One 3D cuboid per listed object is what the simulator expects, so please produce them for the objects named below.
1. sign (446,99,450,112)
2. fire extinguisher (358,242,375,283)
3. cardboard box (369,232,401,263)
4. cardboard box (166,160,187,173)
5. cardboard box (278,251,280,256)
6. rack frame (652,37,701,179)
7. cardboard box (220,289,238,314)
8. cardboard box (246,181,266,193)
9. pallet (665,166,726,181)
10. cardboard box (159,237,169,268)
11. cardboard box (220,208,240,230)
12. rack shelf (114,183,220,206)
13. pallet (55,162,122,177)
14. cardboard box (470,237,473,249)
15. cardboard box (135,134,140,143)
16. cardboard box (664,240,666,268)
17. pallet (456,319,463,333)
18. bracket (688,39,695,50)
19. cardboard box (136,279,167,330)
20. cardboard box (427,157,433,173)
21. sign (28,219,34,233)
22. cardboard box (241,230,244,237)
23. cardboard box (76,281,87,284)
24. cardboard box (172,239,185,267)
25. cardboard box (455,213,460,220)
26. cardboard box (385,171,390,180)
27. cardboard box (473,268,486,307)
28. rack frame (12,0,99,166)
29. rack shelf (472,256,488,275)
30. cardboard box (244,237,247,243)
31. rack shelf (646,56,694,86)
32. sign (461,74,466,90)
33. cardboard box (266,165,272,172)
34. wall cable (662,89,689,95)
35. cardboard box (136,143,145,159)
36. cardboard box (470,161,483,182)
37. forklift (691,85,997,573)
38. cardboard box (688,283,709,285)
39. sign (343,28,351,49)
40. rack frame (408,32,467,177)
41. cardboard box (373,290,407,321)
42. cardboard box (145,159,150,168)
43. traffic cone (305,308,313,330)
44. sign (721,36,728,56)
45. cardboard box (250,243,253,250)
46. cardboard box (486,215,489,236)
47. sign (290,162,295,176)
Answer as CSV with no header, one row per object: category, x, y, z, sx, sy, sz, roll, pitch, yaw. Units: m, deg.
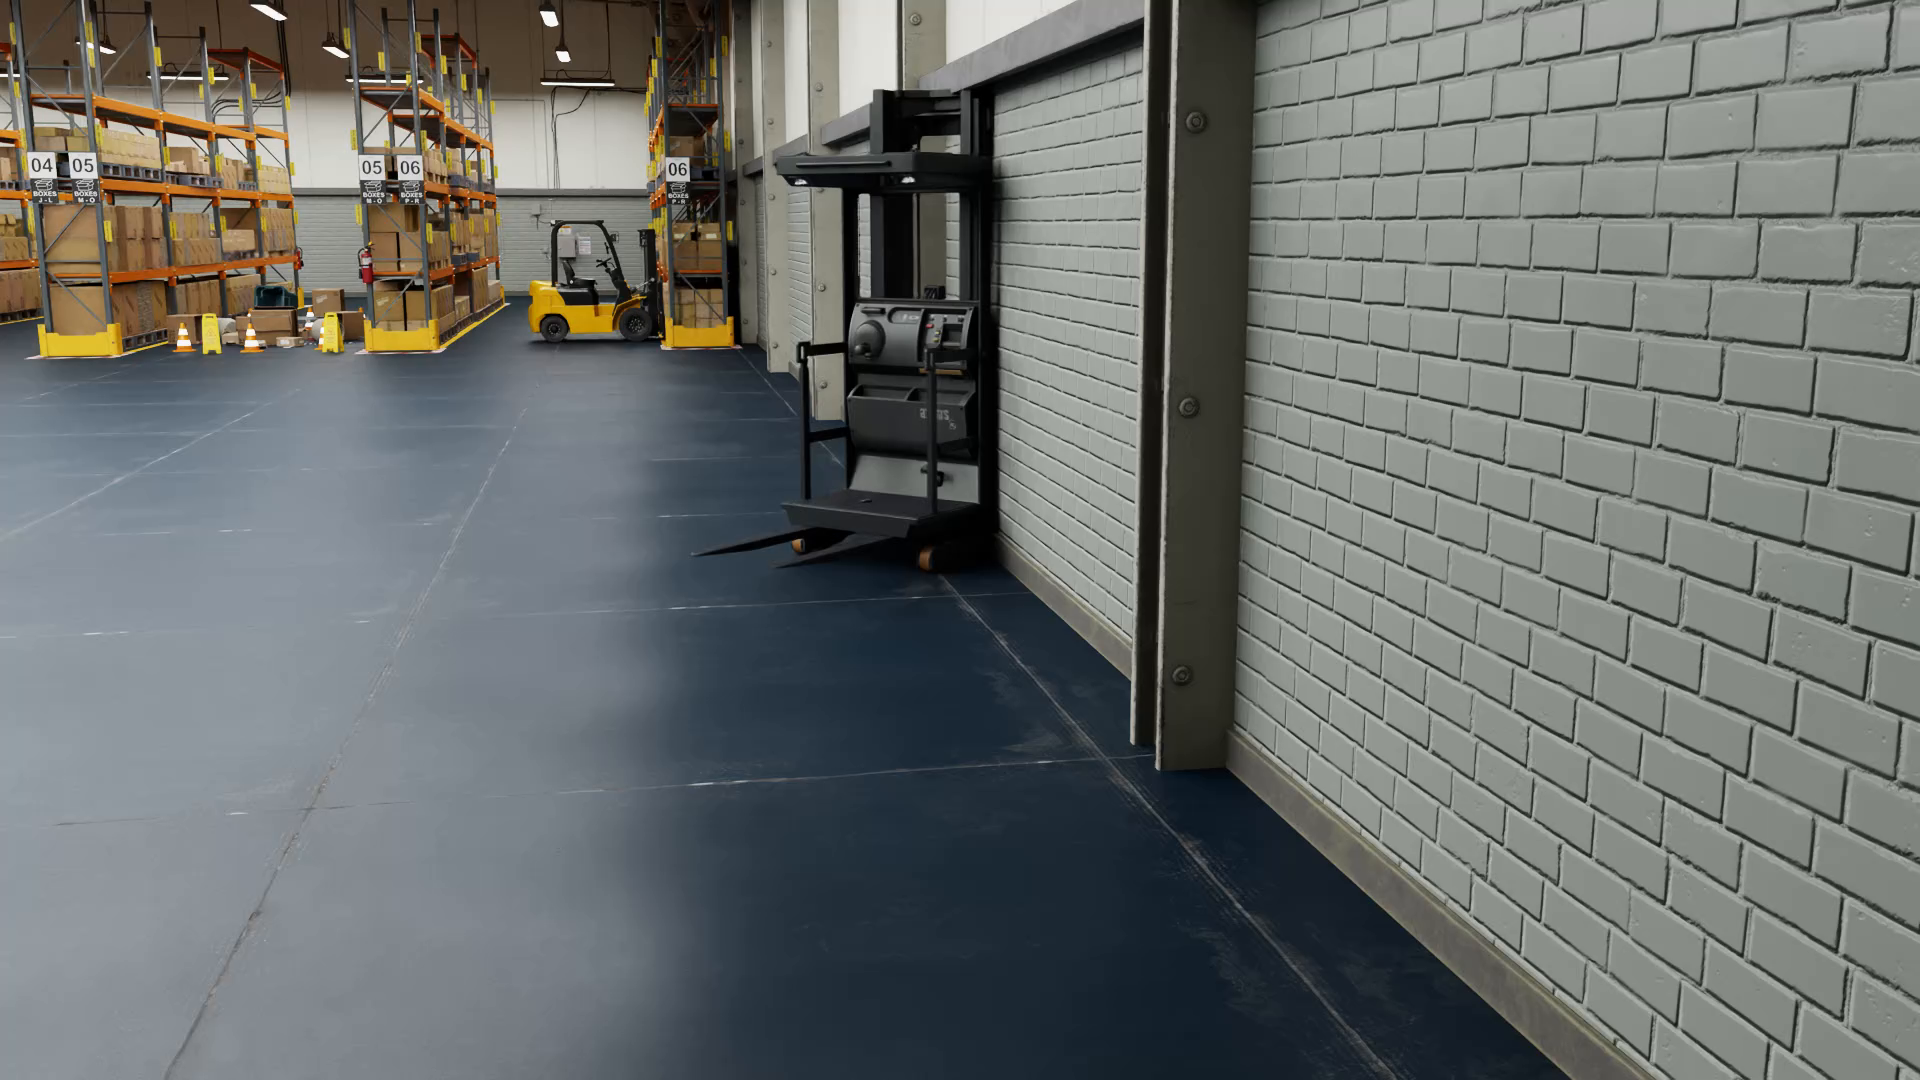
sign,-13.054,-11.075,42.394,0.100,0.325,0.005,-2,11,-11
fire extinguisher,-9.826,-4.600,27.548,0.296,0.674,0.183,-2,11,-11
cardboard box,-9.772,-4.960,28.173,0.500,0.500,0.500,-2,11,-12
cardboard box,-15.166,-7.225,32.078,0.396,0.266,0.258,-2,11,-11
cardboard box,-16.839,-6.999,40.619,0.380,0.149,0.250,-3,11,-13
rack frame,-6.084,-9.271,35.839,1.000,3.000,0.127,-2,11,-11
cardboard box,-15.675,-5.062,35.330,0.500,0.500,0.500,-3,11,-13
cardboard box,-16.397,-8.172,38.490,0.500,0.250,0.500,-2,11,-8
pallet,-4.640,-6.418,29.106,1.003,0.211,1.213,-2,11,-11
cardboard box,-14.927,-5.217,30.184,0.875,0.550,0.550,-2,11,-11
cardboard box,-16.923,-7.441,38.530,0.500,0.500,0.500,-3,11,-13
rack shelf,-15.399,-6.698,32.265,1.077,0.370,4.000,-2,11,-11
pallet,-14.387,-6.043,27.137,1.003,0.211,1.213,-2,11,-11
cardboard box,-10.808,-6.417,35.951,0.500,0.250,0.500,-2,11,-11
cardboard box,-14.382,-6.921,28.663,0.380,0.149,0.250,-2,11,-12
cardboard box,-5.182,-5.268,30.584,0.500,0.500,0.500,-2,11,-11
pallet,-10.327,-4.182,32.605,1.003,0.211,1.213,-2,11,-11
bracket,-6.381,-11.845,39.733,0.235,0.232,0.430,-2,11,-11
cardboard box,-14.956,-4.255,30.091,0.875,0.875,0.875,-2,11,-10
cardboard box,-9.321,-6.416,28.468,0.500,0.250,0.500,-2,11,-12
sign,-20.921,-7.068,37.422,0.100,0.325,0.005,-2,11,-11
cardboard box,-16.099,-6.797,36.840,0.380,0.149,0.250,-2,11,-13
cardboard box,-22.026,-6.298,40.822,0.875,0.875,0.875,-2,11,-11
cardboard box,-14.848,-5.366,31.100,0.500,0.500,0.500,-2,11,-10
cardboard box,-10.357,-6.573,33.789,0.380,0.149,0.250,-3,11,-14
cardboard box,-9.740,-6.081,27.773,0.380,0.149,0.250,-2,11,-11
cardboard box,-11.348,-5.763,38.011,0.875,0.875,0.875,-2,11,-9
rack frame,-14.232,-7.424,26.136,1.000,3.000,0.127,-2,11,-11
rack shelf,-11.341,-6.156,37.443,1.077,0.370,4.000,-2,11,-11
cardboard box,-16.140,-6.697,37.115,0.380,0.149,0.250,-2,11,-13
rack shelf,-7.251,-11.651,41.378,1.077,0.370,4.000,-2,11,-11
sign,-10.422,-9.609,34.906,0.100,0.325,0.005,-2,11,-11
cardboard box,-16.594,-8.824,39.512,0.380,0.149,0.250,-2,11,-8
wall cable,-7.482,-14.552,48.712,2.988,3.039,0.133,-2,11,-11
cardboard box,-14.469,-6.747,28.813,0.500,0.250,0.500,-2,11,-12
cardboard box,-11.639,-8.770,39.571,0.500,0.500,0.500,-2,11,-10
forklift,-0.430,-1.340,10.399,1.130,2.935,3.031,7,13,33
cardboard box,-5.021,-4.854,32.233,0.500,0.250,0.500,-2,11,-10
sign,-9.945,-8.143,26.990,0.100,0.325,0.005,-2,11,-11
rack frame,-10.952,-9.090,34.888,1.000,3.000,0.127,-2,11,-11
cardboard box,-9.808,-4.037,28.609,0.500,0.500,0.500,-2,11,-11
cardboard box,-14.475,-6.621,29.218,0.380,0.149,0.250,-2,11,-11
traffic cone,-12.826,-4.356,32.847,0.336,0.463,0.334,-2,11,-11
sign,-3.982,-8.360,28.129,0.100,0.325,0.005,-2,11,-11
cardboard box,-16.243,-6.648,37.649,0.380,0.149,0.250,-2,11,-11
cardboard box,-11.677,-7.606,40.193,0.500,0.500,0.500,-2,11,-12
sign,-16.796,-9.337,41.838,0.100,0.325,0.005,-2,11,-11
